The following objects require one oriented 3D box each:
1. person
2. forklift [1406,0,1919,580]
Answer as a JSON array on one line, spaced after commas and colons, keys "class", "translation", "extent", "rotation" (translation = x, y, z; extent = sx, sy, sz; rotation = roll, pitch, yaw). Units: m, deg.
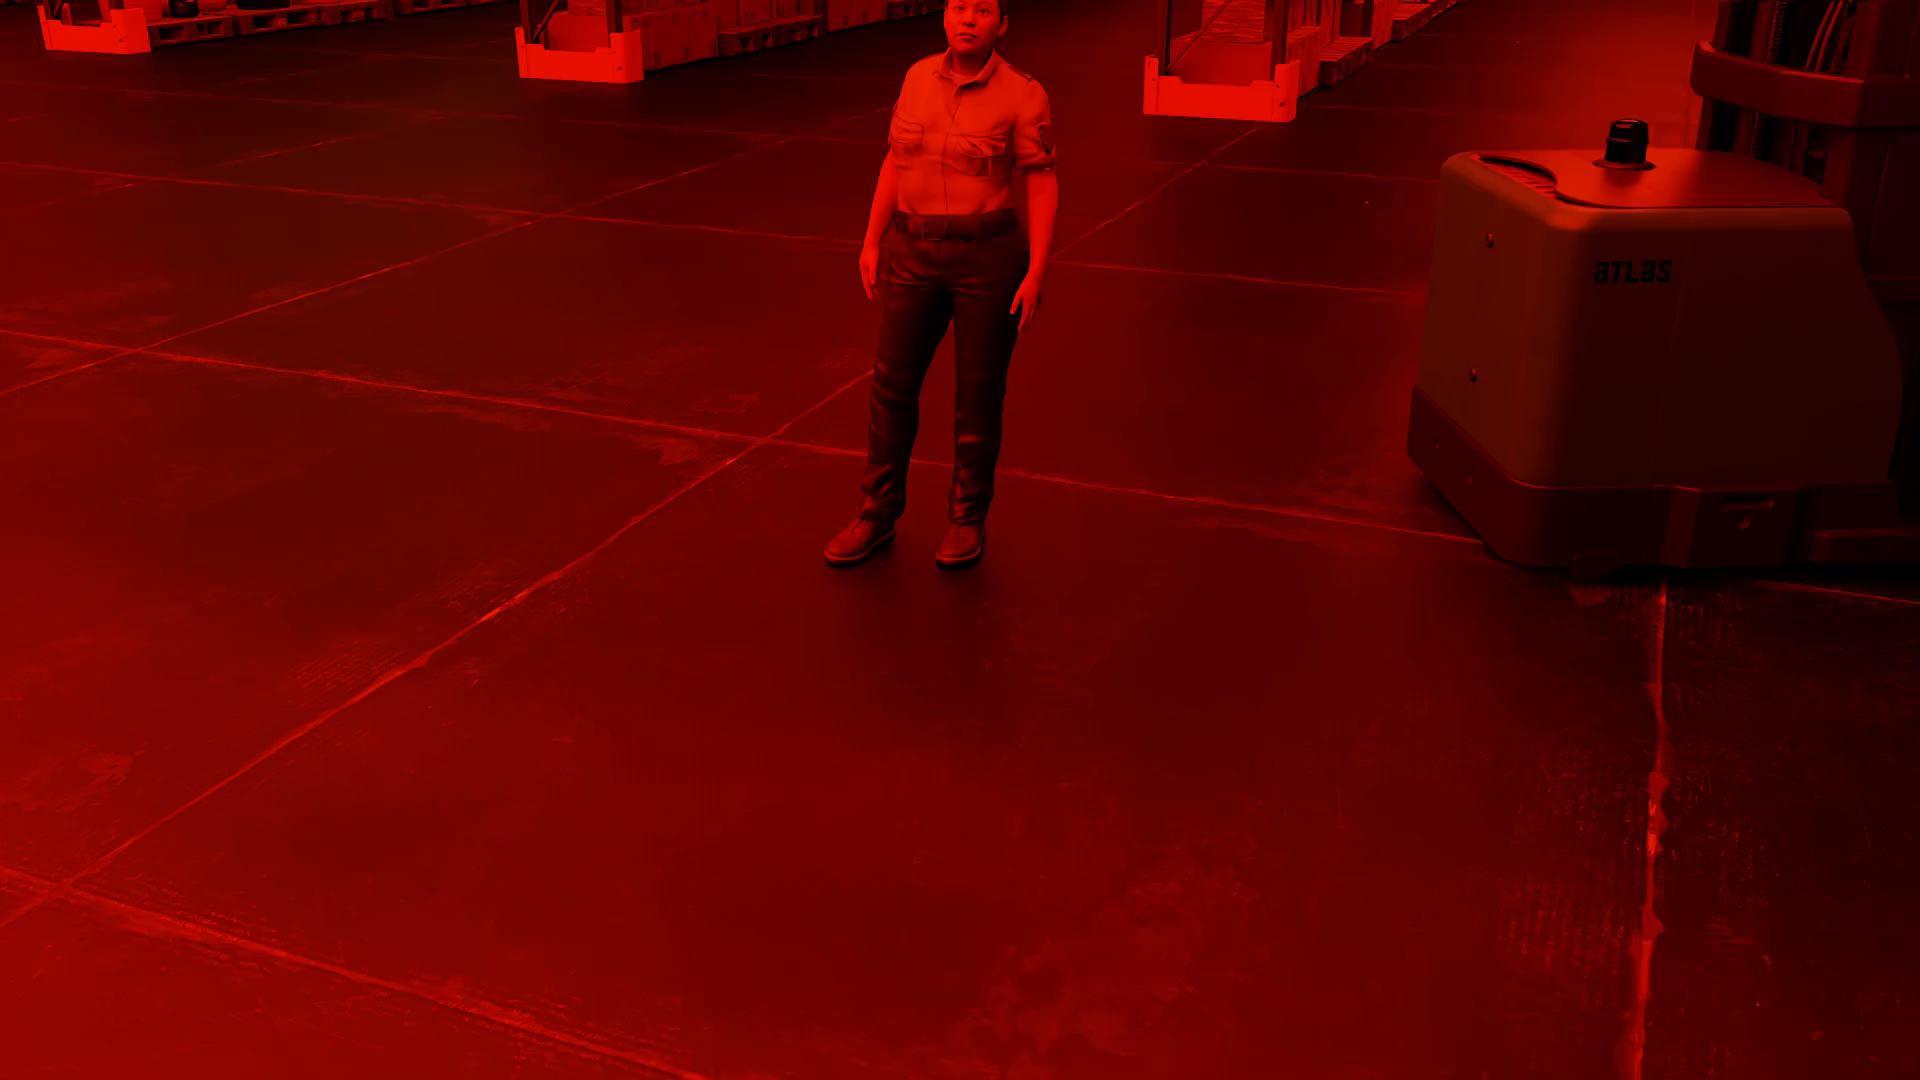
[{"class": "person", "translation": [-0.056, -0.737, 4.704], "extent": [0.598, 1.651, 0.502], "rotation": [9, 24, 21]}, {"class": "forklift", "translation": [3.039, -1.443, 4.745], "extent": [3.031, 2.935, 1.130], "rotation": [-1, 23, -3]}]
